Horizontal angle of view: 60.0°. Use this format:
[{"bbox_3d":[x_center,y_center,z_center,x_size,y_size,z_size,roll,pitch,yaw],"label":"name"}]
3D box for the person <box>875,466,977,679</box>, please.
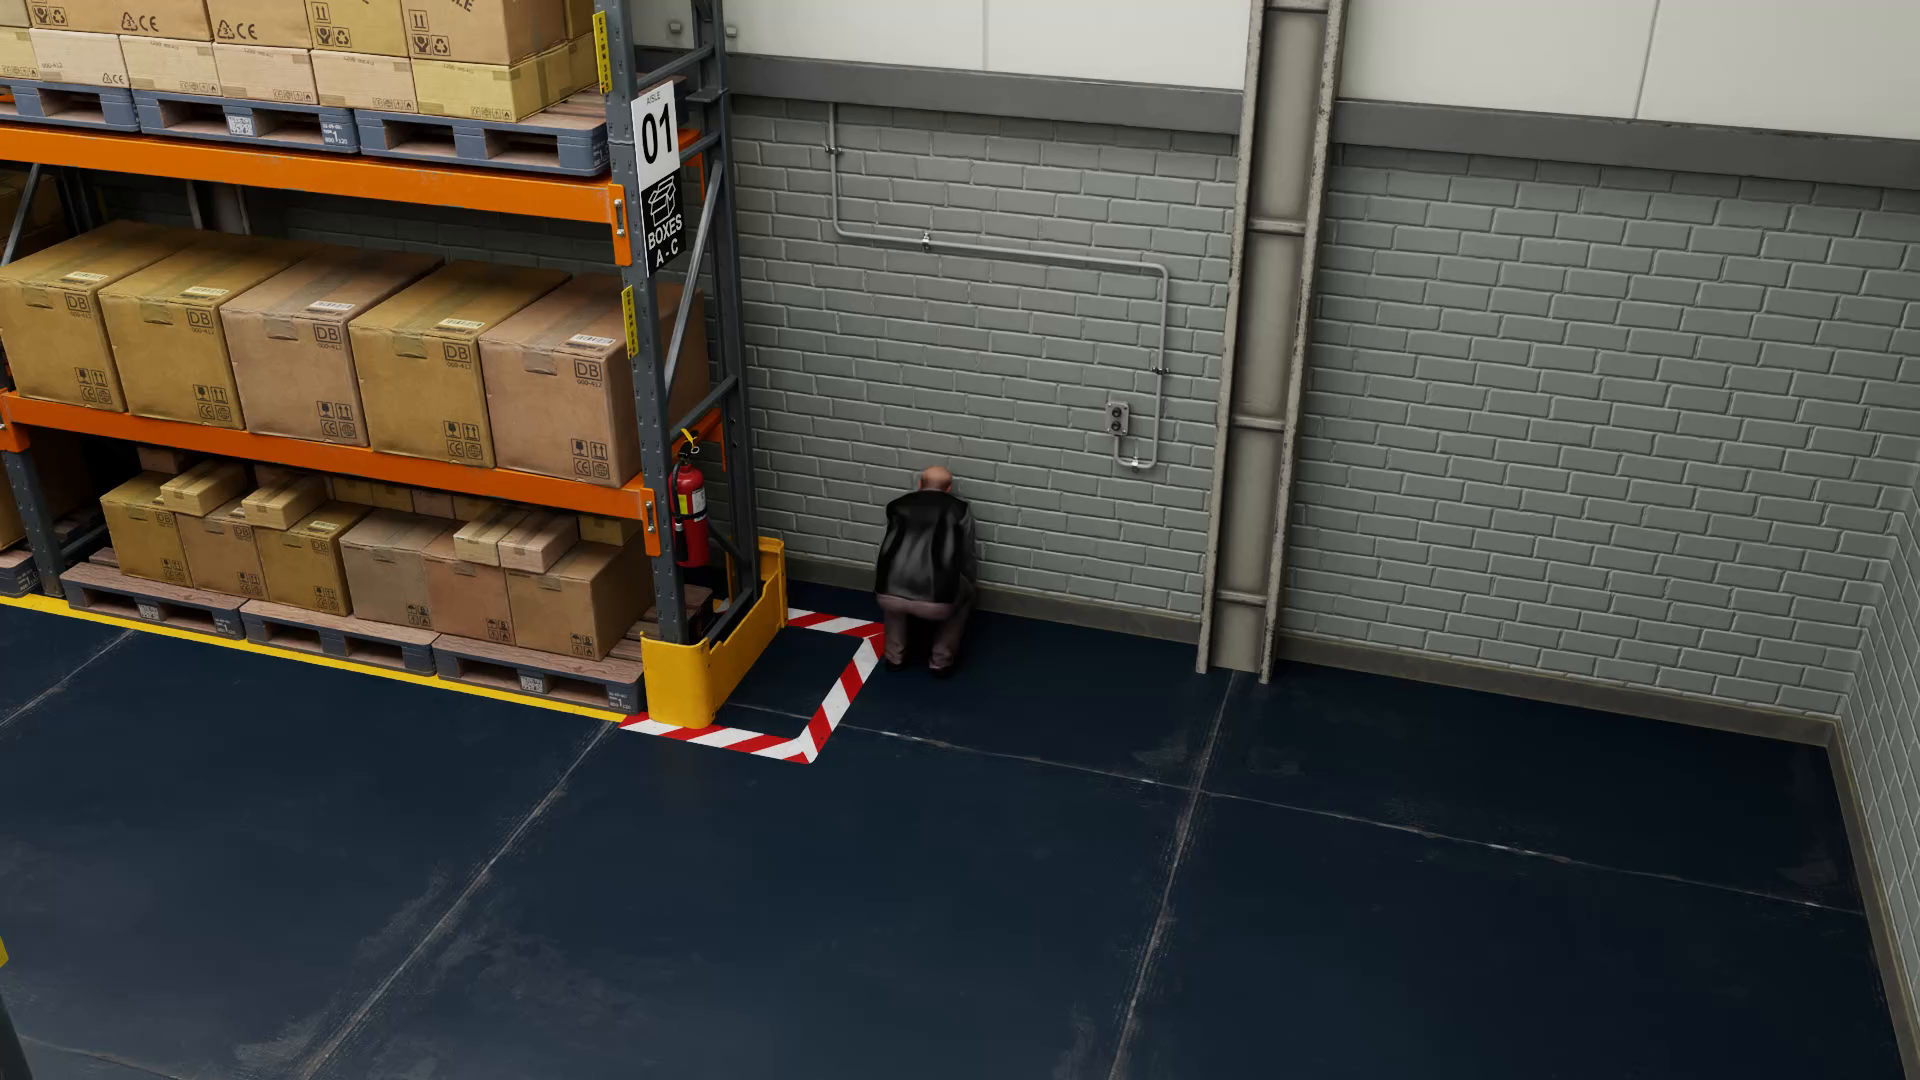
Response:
[{"bbox_3d":[-0.177,0.204,9.001,0.511,0.922,0.905,7,30,12],"label":"person"}]
